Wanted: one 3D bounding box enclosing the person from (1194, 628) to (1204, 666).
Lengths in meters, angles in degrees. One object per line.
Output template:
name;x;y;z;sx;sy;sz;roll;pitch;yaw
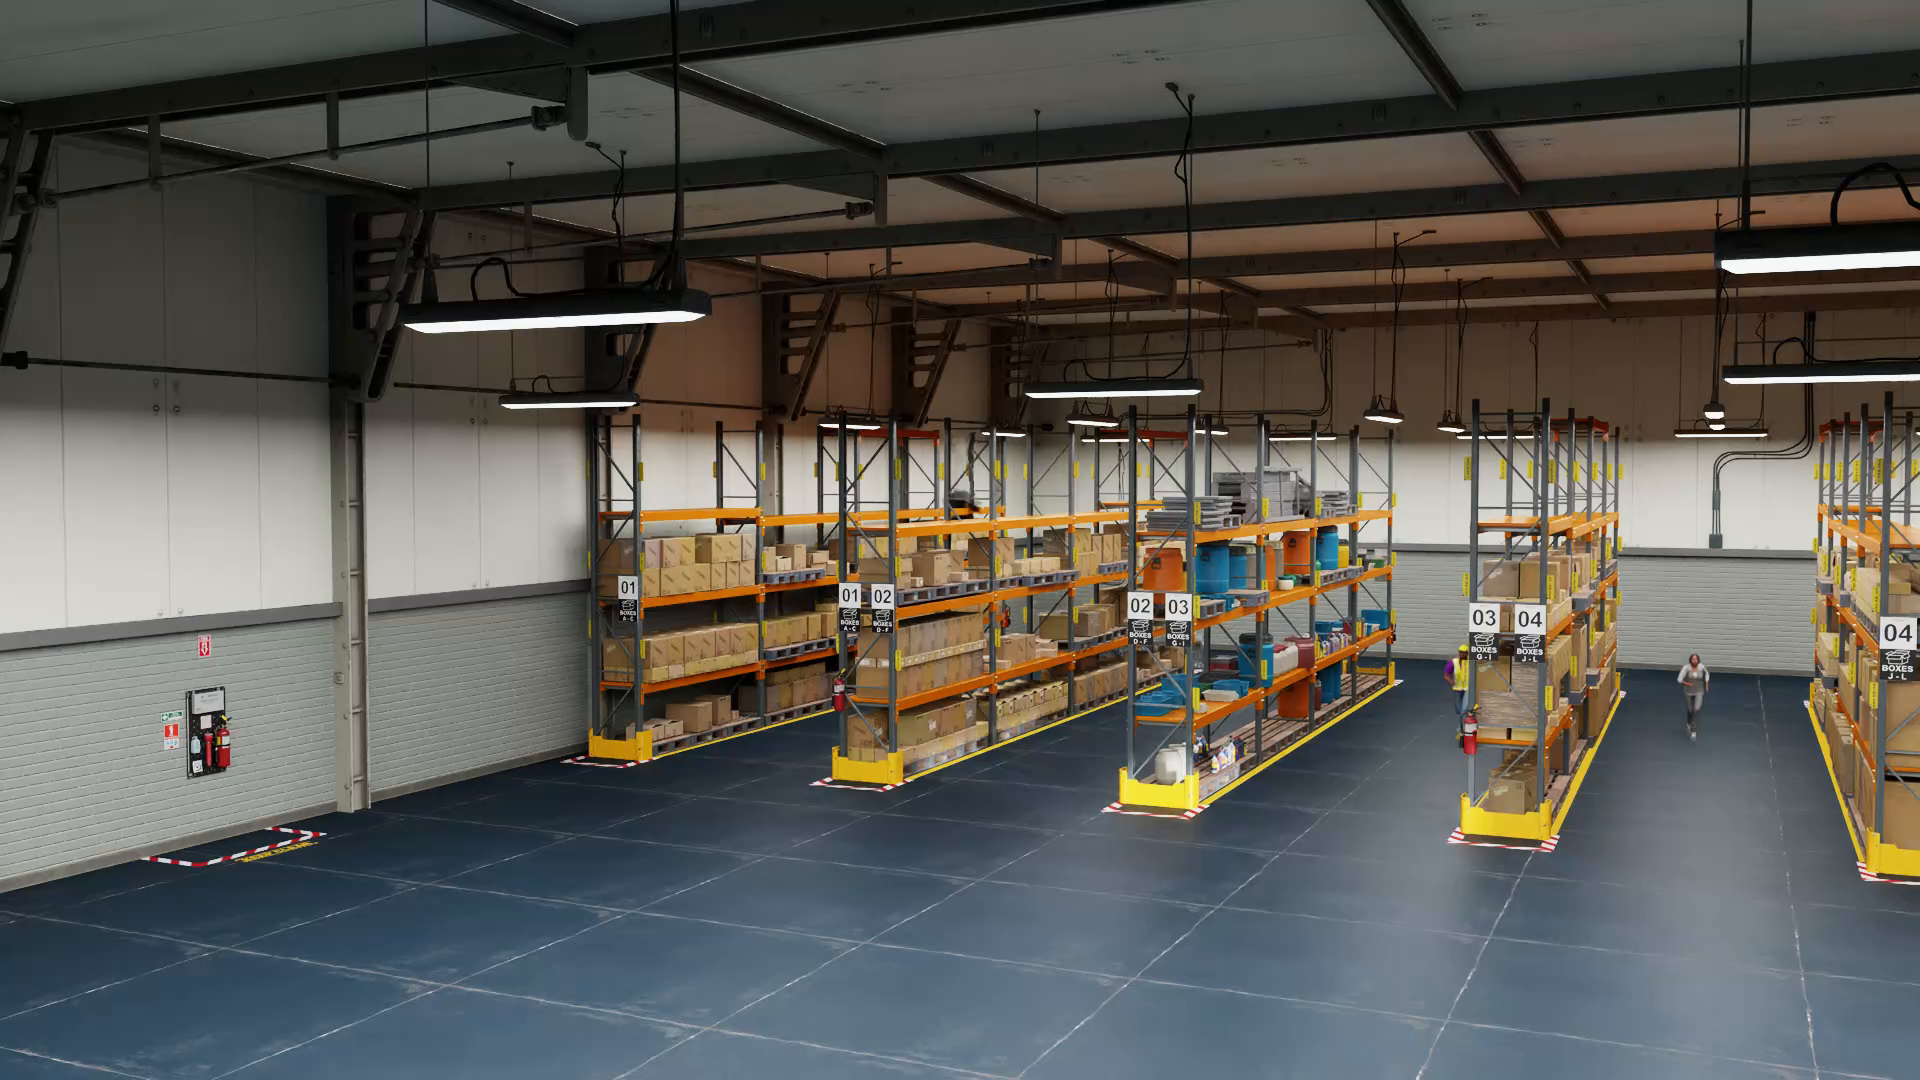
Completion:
person;6.011;2.444;42.066;0.696;1.672;0.637;2;3;40

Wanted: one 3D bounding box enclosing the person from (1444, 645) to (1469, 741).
person;9.458;2.837;31.252;0.726;1.757;0.973;1;3;23

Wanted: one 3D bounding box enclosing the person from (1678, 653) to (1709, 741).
person;13.778;2.933;31.256;0.563;1.586;0.906;1;2;17
